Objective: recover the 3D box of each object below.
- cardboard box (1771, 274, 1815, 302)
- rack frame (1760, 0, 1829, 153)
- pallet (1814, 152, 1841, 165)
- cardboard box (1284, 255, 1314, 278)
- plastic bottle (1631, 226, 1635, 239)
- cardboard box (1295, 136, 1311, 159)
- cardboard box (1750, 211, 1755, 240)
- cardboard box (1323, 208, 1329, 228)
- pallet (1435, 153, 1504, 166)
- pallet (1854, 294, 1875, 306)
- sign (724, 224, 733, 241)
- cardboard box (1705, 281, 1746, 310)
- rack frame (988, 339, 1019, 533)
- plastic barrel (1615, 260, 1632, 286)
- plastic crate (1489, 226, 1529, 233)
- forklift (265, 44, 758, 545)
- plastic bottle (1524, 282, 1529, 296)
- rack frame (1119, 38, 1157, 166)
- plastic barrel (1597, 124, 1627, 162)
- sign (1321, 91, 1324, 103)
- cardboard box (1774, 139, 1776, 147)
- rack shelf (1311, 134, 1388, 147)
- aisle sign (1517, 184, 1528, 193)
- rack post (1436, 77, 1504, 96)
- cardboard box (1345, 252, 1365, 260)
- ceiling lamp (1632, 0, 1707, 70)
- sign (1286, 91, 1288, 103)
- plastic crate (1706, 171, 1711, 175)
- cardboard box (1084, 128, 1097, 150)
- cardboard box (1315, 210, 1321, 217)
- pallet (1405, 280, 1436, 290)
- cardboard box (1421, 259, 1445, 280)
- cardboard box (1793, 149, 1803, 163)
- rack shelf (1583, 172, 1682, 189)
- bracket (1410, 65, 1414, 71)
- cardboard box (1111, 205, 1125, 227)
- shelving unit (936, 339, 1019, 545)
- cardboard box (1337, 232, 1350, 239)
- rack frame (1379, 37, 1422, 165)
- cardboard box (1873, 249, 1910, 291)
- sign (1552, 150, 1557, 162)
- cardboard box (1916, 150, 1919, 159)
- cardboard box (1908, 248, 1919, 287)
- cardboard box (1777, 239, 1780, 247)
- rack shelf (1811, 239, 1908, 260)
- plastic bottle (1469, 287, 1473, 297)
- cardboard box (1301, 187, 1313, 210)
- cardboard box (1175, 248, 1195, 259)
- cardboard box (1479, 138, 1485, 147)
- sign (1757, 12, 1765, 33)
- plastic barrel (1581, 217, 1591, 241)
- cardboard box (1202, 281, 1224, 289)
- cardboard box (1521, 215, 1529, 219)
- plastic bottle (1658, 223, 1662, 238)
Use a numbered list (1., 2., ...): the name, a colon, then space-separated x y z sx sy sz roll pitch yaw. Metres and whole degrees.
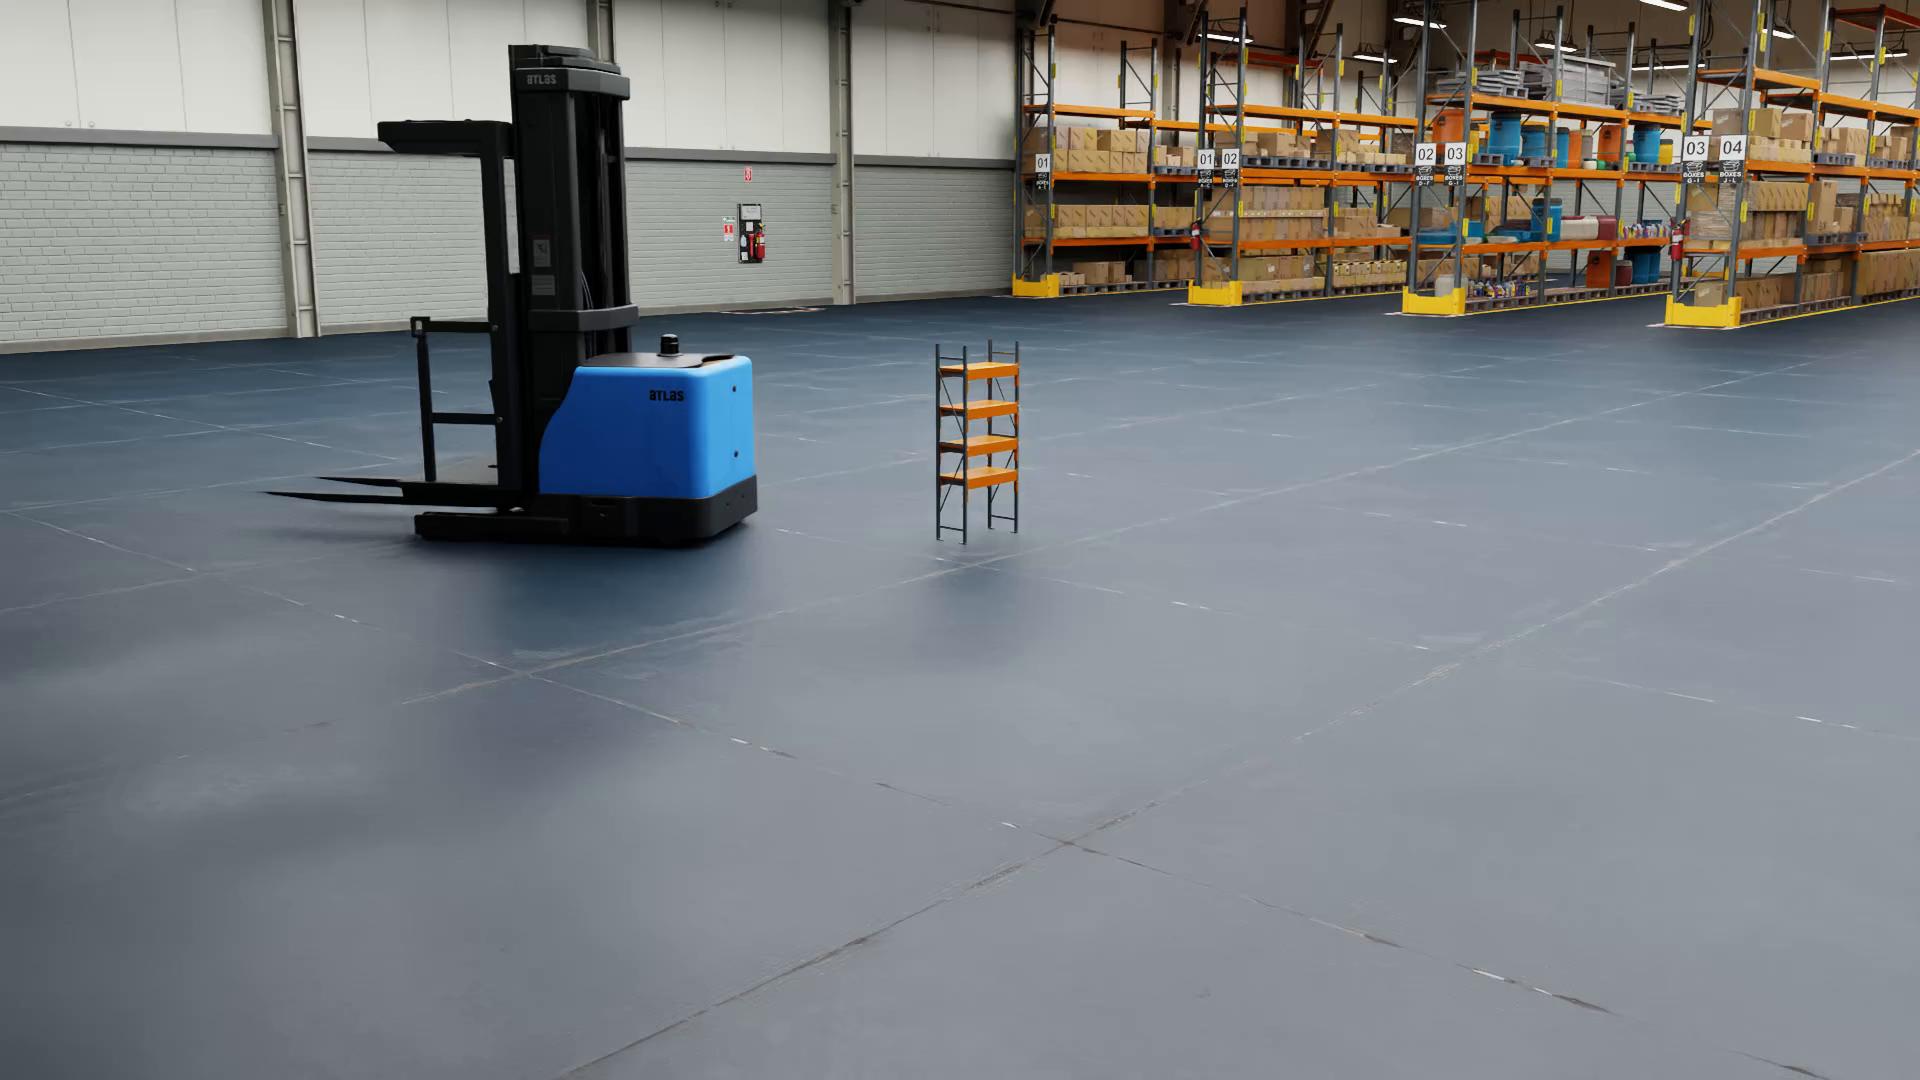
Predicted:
1. cardboard box: 16.250 -4.936 32.523 0.700 0.500 0.500 10 15 40
2. rack frame: 15.499 -8.732 30.956 1.000 3.000 0.127 10 15 40
3. pallet: 15.987 -7.246 31.654 1.213 0.211 1.003 10 15 40
4. cardboard box: 7.580 -6.128 37.270 0.500 0.500 0.500 10 15 40
5. plastic bottle: 15.528 -7.100 38.397 0.061 0.283 0.133 10 15 40
6. cardboard box: 7.530 -8.826 37.400 0.500 0.500 0.500 -11 15 -43
7. cardboard box: 13.483 -5.563 29.391 0.875 0.500 0.500 10 15 40
8. cardboard box: 9.988 -9.113 47.415 0.980 0.700 0.700 10 15 41
9. pallet: 9.758 -7.330 32.074 1.003 0.211 1.213 10 15 40
10. pallet: 18.717 -5.118 35.295 1.003 0.211 1.213 10 15 40
11. sign: -4.554 -6.046 32.732 0.001 0.329 0.234 10 15 40
12. cardboard box: 13.653 -4.364 29.712 0.500 0.500 0.500 -7 13 -33
13. rack frame: 0.270 -0.649 10.395 0.240 1.200 0.015 10 15 40
14. plastic barrel: 15.475 -6.283 39.095 0.600 0.588 0.708 10 15 40
15. plastic crate: 11.338 -6.340 34.452 0.767 0.338 0.504 10 15 40
16. forklift: -2.884 -1.530 10.388 3.031 2.935 1.130 2 12 11
17. plastic bottle: 11.709 -5.201 34.405 0.061 0.283 0.133 11 16 43
18. rack frame: 4.337 -10.654 40.575 1.000 3.000 0.127 10 15 40
19. plastic barrel: 14.796 -8.990 37.735 0.600 0.830 0.708 10 15 40
20. sign: 10.033 -12.259 46.026 0.100 0.325 0.005 10 15 40
21. cardboard box: 14.228 -7.035 29.482 0.380 0.149 0.250 10 15 40
22. rack shelf: 10.938 -11.576 48.051 1.077 0.370 4.000 10 15 40
23. aisle sign: 15.806 -10.160 46.784 0.394 0.787 0.004 10 15 40
24. rack post: 9.733 -8.634 31.739 0.954 0.300 0.937 -10 15 -41
25. cardboard box: 11.541 -8.268 49.257 0.700 0.500 0.500 10 15 40
26. ceiling lamp: 19.630 -14.712 45.994 2.000 3.185 0.800 10 15 40
27. sign: 9.217 -12.442 46.738 0.100 0.325 0.005 10 15 40
28. plastic crate: 18.523 -9.202 41.638 0.437 0.136 0.530 10 15 40
29. cardboard box: 2.832 -9.313 38.661 0.500 0.500 0.500 10 15 42
30. cardboard box: 7.877 -7.335 37.366 0.380 0.149 0.250 9 15 39
31. pallet: 11.222 -6.398 41.704 1.003 0.211 1.213 10 15 40
32. cardboard box: 11.892 -6.831 42.013 0.500 0.500 0.500 10 15 40
33. cardboard box: 15.042 -7.011 30.382 0.500 0.250 0.500 10 15 42
34. rack shelf: 15.740 -8.432 38.946 1.077 0.370 4.000 10 15 40
35. bracket: 13.931 -14.708 51.687 0.235 0.232 0.430 10 15 40
36. cardboard box: 3.592 -7.759 39.818 0.500 0.500 0.500 9 15 39
37. shelving unit: 0.109 -0.613 10.216 0.258 1.200 0.503 10 15 40
38. cardboard box: 8.799 -7.052 38.504 0.380 0.149 0.250 10 15 40
39. rack frame: 10.701 -10.602 40.318 1.000 3.000 0.127 10 15 40
40. cardboard box: 20.373 -6.035 37.119 1.225 0.875 0.875 10 15 41
41. sign: 12.185 -7.833 34.091 0.100 0.325 0.005 10 15 40
42. cardboard box: 21.610 -8.944 38.091 0.700 0.500 0.500 11 16 43
43. cardboard box: 21.870 -6.351 38.701 0.875 0.875 0.875 10 15 40
44. cardboard box: 14.716 -5.420 30.331 0.380 0.149 0.250 10 15 40
45. rack shelf: 19.460 -6.320 36.034 1.077 0.370 4.000 10 15 40
46. plastic bottle: 10.406 -5.053 33.874 0.097 0.201 0.097 0 11 0
47. cardboard box: 7.440 -7.616 37.118 0.700 0.500 0.500 10 15 40
48. cardboard box: 5.782 -7.393 42.912 0.500 0.250 0.500 10 15 40
49. cardboard box: 13.634 -10.335 43.833 0.700 0.500 0.500 10 15 40
50. sign: 13.266 -8.570 27.559 0.100 0.325 0.005 10 15 40
51. plastic barrel: 13.623 -6.833 36.479 0.421 0.512 0.421 0 11 0
52. cardboard box: 5.552 -5.458 35.827 0.500 0.250 0.500 10 15 40
53. cardboard box: 15.217 -8.636 45.534 0.500 0.500 0.500 10 15 41
54. plastic bottle: 16.699 -7.406 39.759 0.144 0.351 0.185 10 15 40
